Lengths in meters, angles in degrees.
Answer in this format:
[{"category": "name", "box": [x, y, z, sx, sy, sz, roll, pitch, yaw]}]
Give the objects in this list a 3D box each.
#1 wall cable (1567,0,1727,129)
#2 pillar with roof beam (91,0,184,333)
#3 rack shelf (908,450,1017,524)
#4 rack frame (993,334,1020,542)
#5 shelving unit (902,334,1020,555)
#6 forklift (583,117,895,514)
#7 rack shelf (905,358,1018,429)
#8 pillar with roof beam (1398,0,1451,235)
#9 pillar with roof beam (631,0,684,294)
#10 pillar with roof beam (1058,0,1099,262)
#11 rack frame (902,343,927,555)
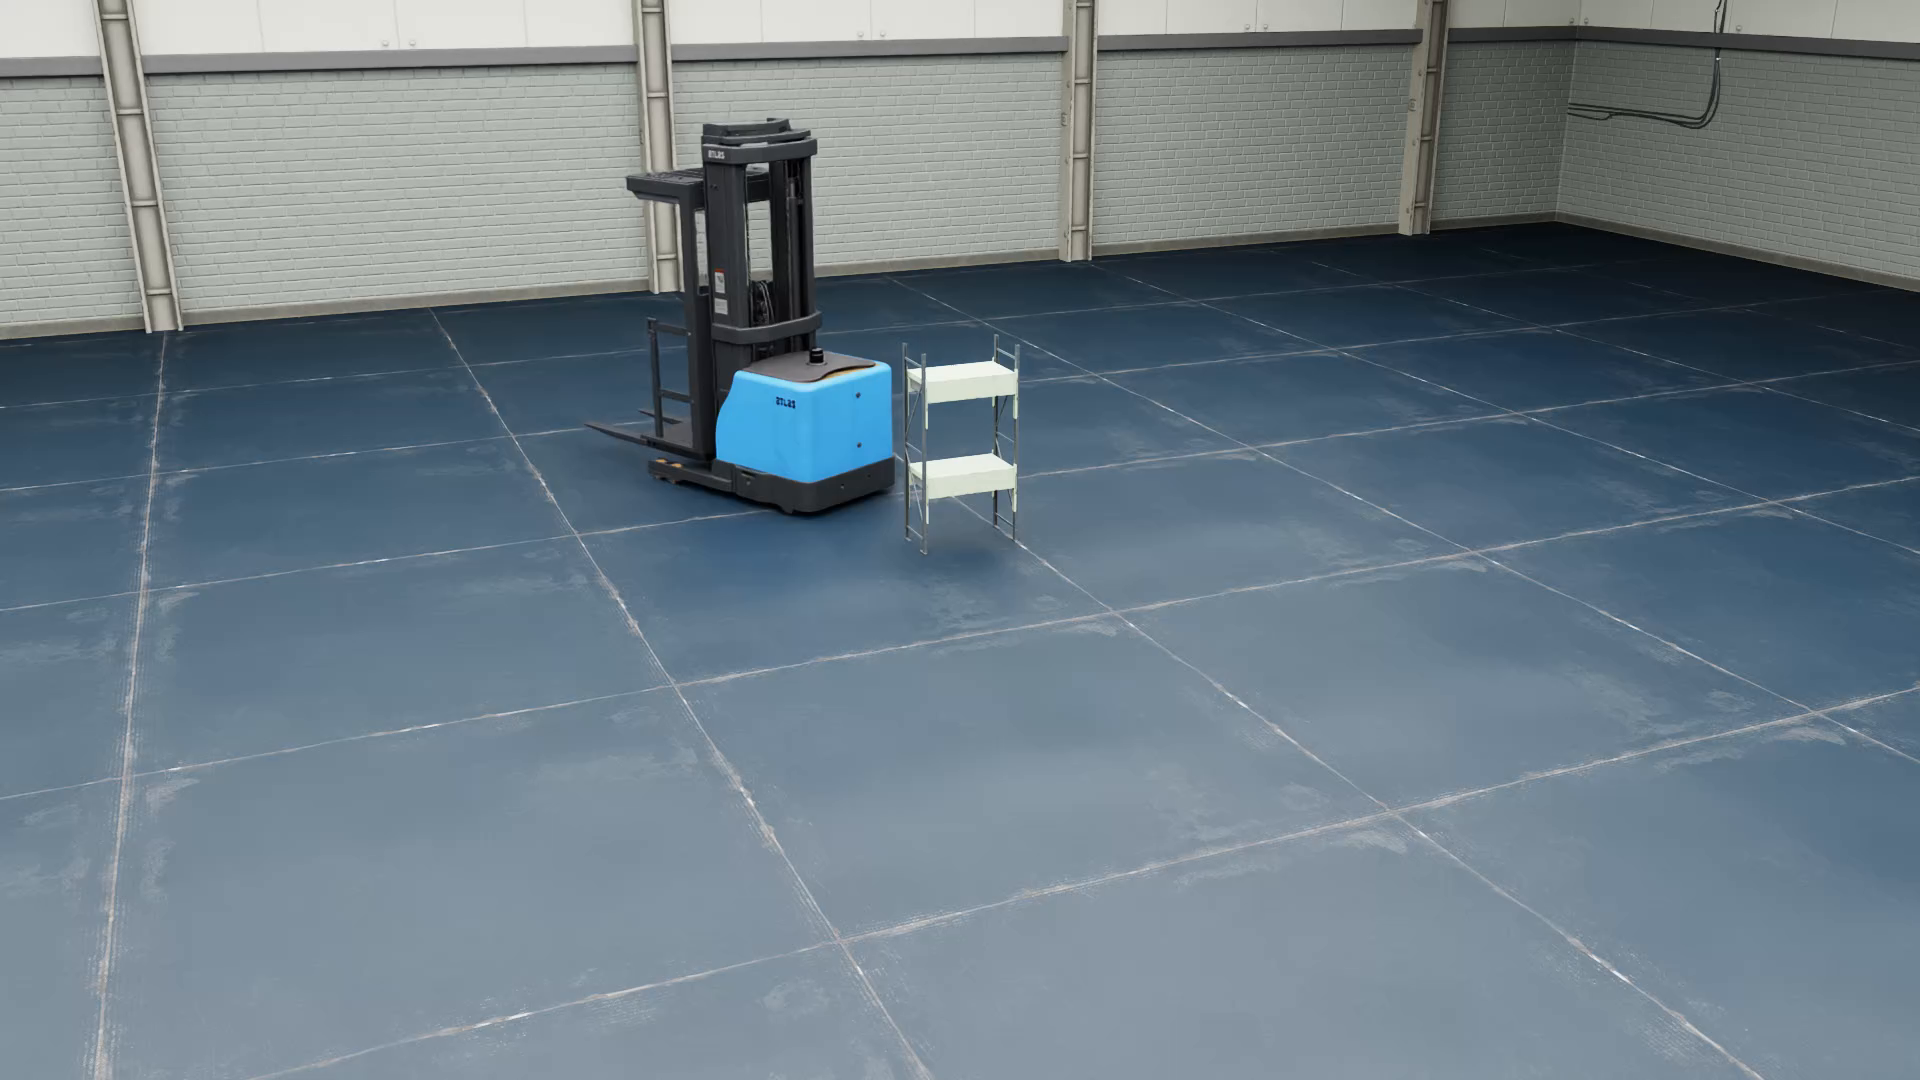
[{"category": "wall cable", "box": [10.399, -7.616, 25.277, 0.112, 2.526, 3.097, -8, 21, -22]}, {"category": "pillar with roof beam", "box": [-7.652, -5.415, 14.352, 0.400, 9.000, 9.100, -8, 21, -22]}, {"category": "rack shelf", "box": [0.006, -0.401, 12.384, 0.720, 0.370, 0.431, -8, 21, -22]}, {"category": "rack frame", "box": [0.342, -0.756, 12.412, 0.023, 1.500, 0.400, -8, 21, -22]}, {"category": "shelving unit", "box": [0.006, -0.708, 12.275, 0.755, 1.500, 0.431, -8, 21, -22]}, {"category": "forklift", "box": [-1.985, -1.973, 13.711, 3.031, 2.935, 1.130, 16, 25, 38]}, {"category": "rack shelf", "box": [0.006, -1.076, 12.146, 0.720, 0.370, 0.431, -8, 21, -22]}, {"category": "pillar with roof beam", "box": [8.876, -7.783, 21.077, 0.400, 9.000, 9.100, -8, 21, -22]}, {"category": "pillar with roof beam", "box": [-2.143, -6.204, 16.594, 0.400, 9.000, 9.100, -8, 21, -22]}, {"category": "pillar with roof beam", "box": [3.367, -6.994, 18.835, 0.400, 9.000, 9.100, -8, 21, -22]}, {"category": "rack frame", "box": [-0.330, -0.660, 12.139, 0.023, 1.500, 0.400, -8, 21, -22]}]
